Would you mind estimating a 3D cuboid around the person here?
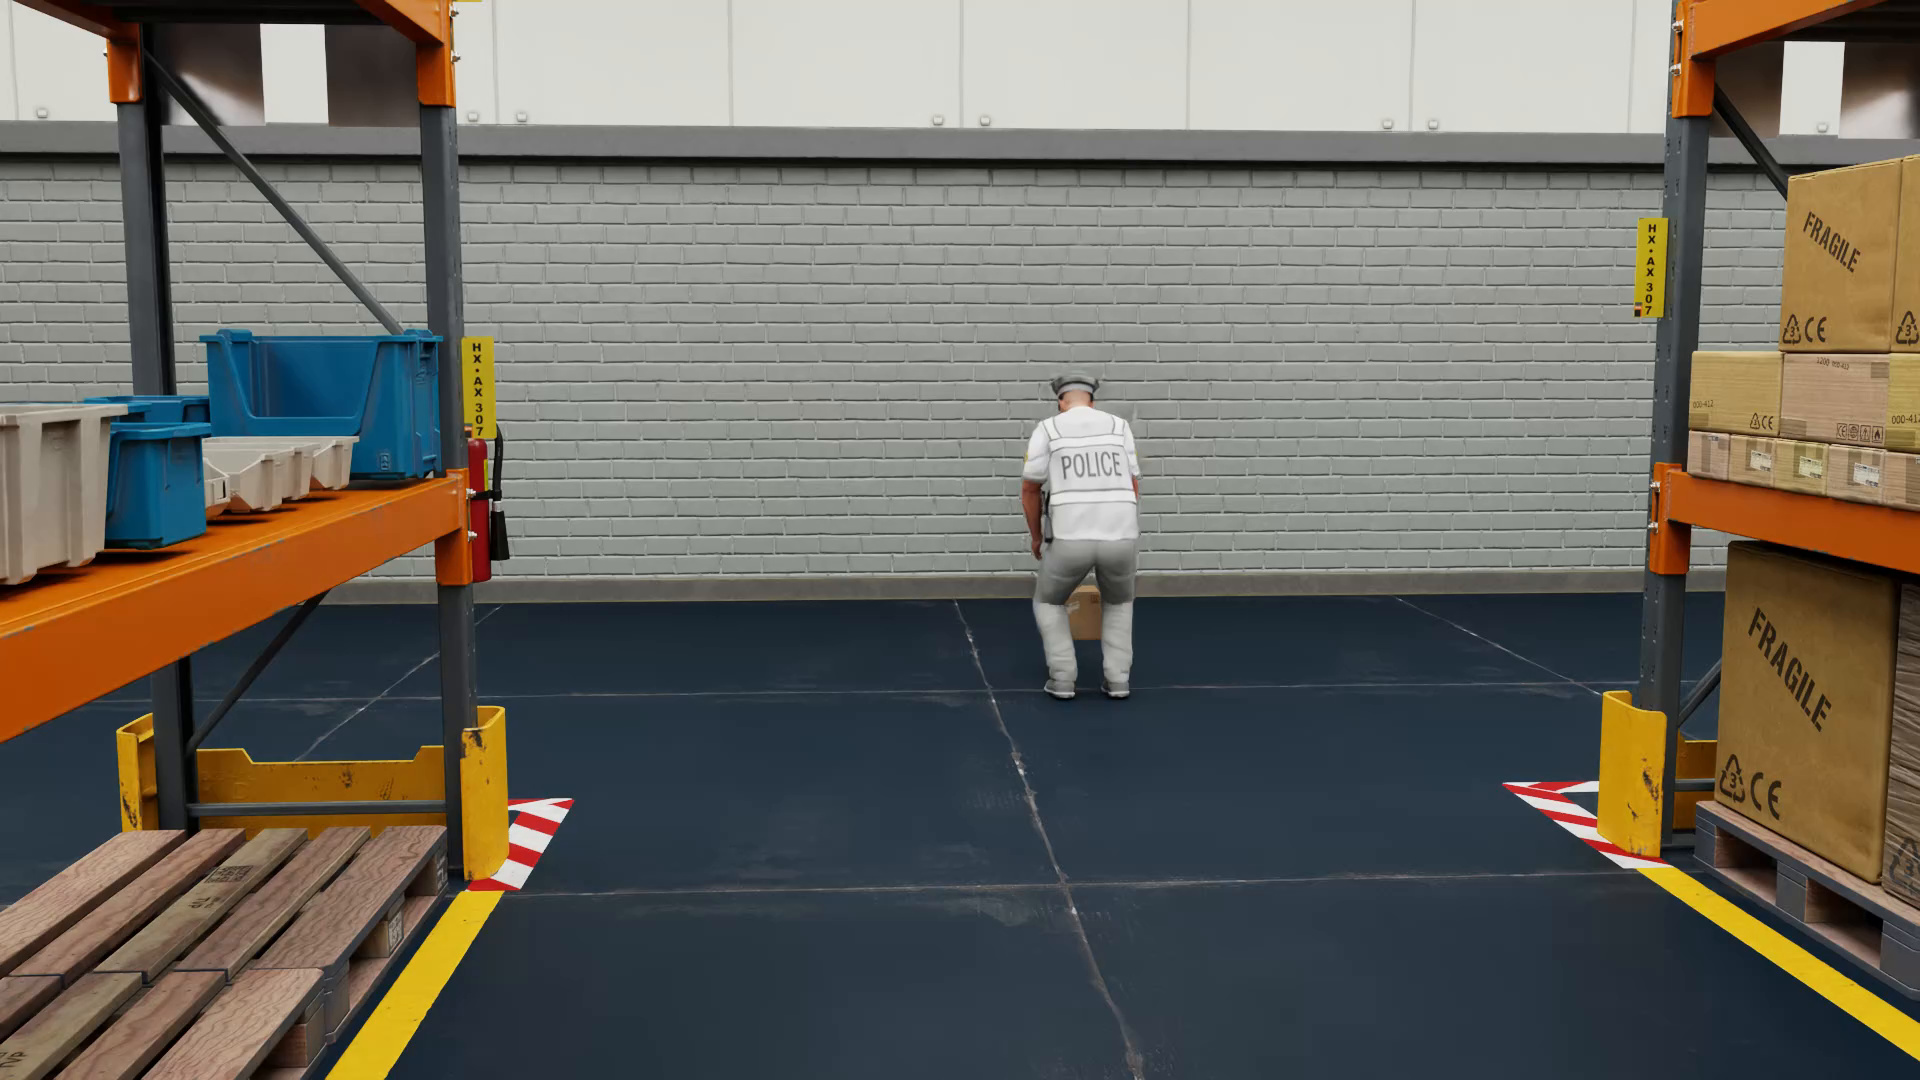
[{"bbox_3d":[0.594,-0.016,8.165,0.584,1.572,0.682,0,7,-3],"label":"person"}]
